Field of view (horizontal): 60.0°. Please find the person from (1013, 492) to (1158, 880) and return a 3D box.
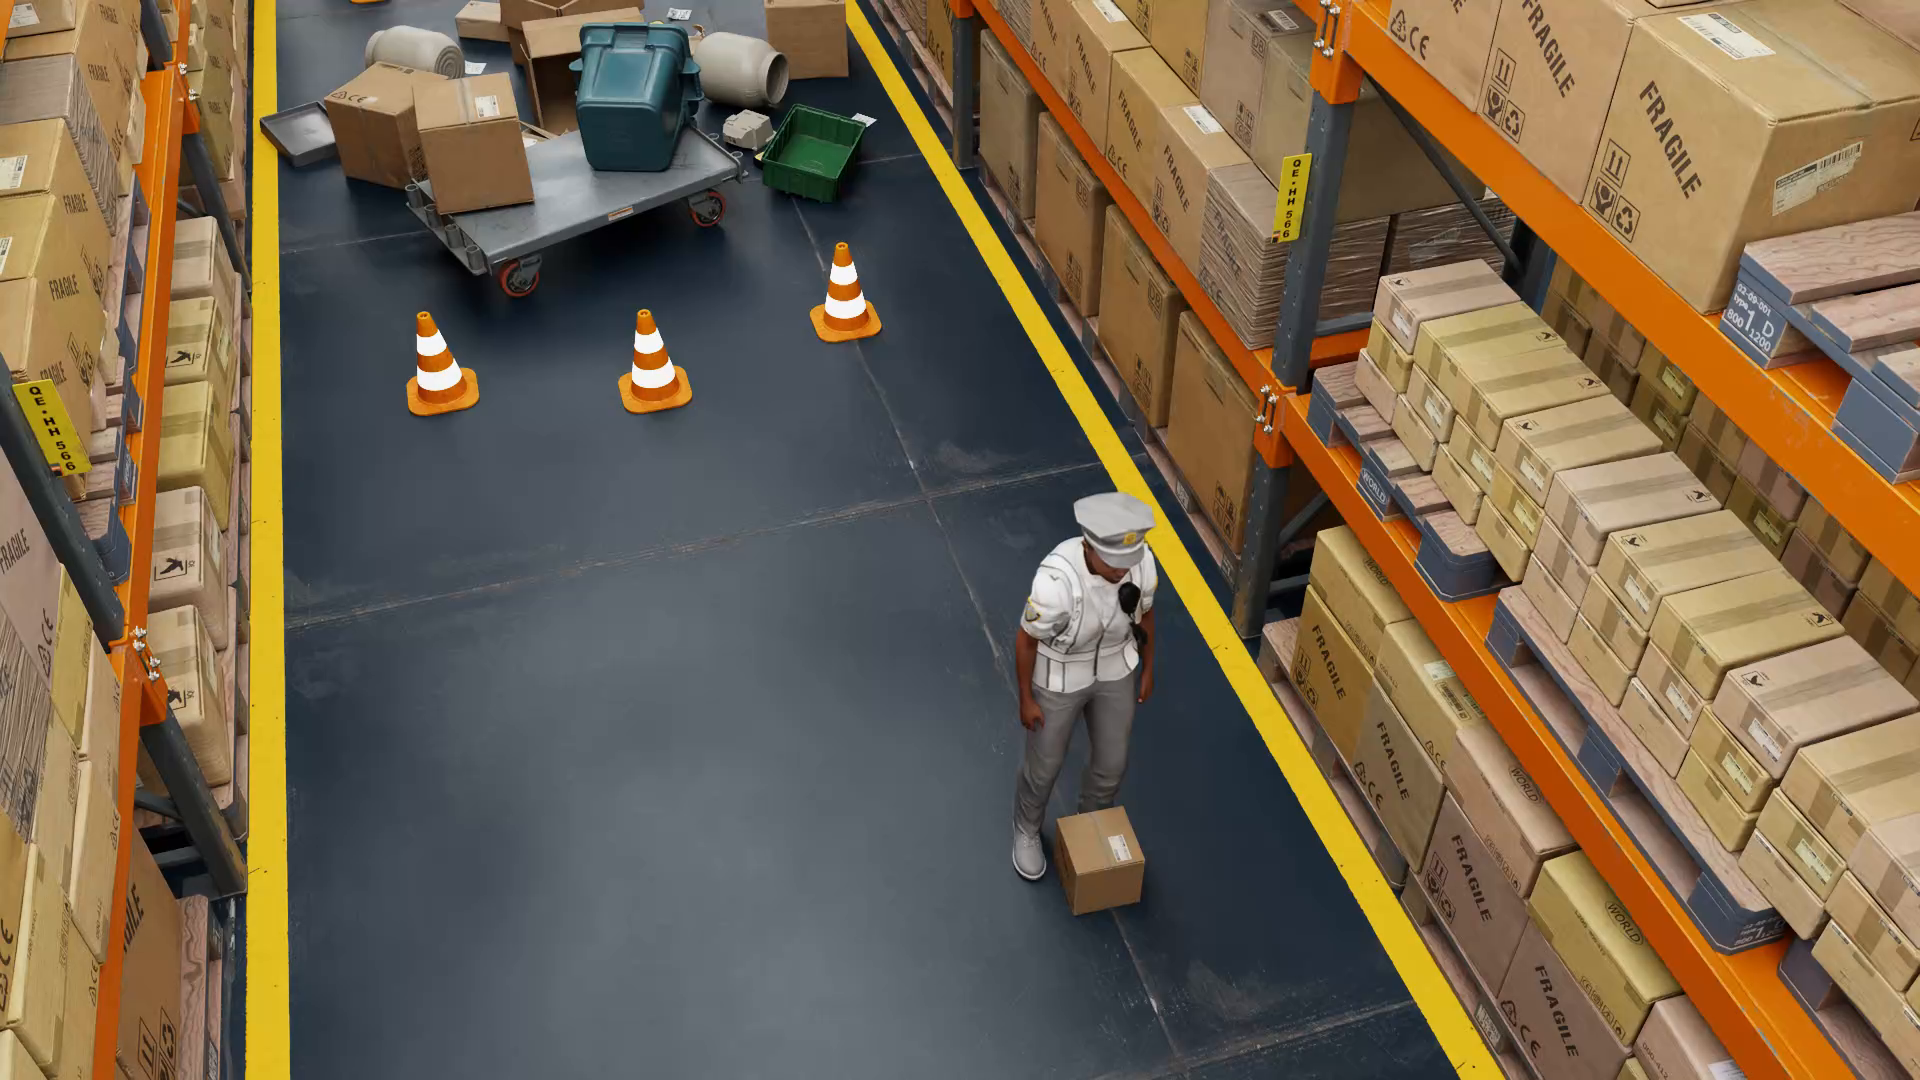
[{"bbox_3d":[0.421,0.486,5.631,0.520,1.659,0.417,-13,44,-14],"label":"person"}]
